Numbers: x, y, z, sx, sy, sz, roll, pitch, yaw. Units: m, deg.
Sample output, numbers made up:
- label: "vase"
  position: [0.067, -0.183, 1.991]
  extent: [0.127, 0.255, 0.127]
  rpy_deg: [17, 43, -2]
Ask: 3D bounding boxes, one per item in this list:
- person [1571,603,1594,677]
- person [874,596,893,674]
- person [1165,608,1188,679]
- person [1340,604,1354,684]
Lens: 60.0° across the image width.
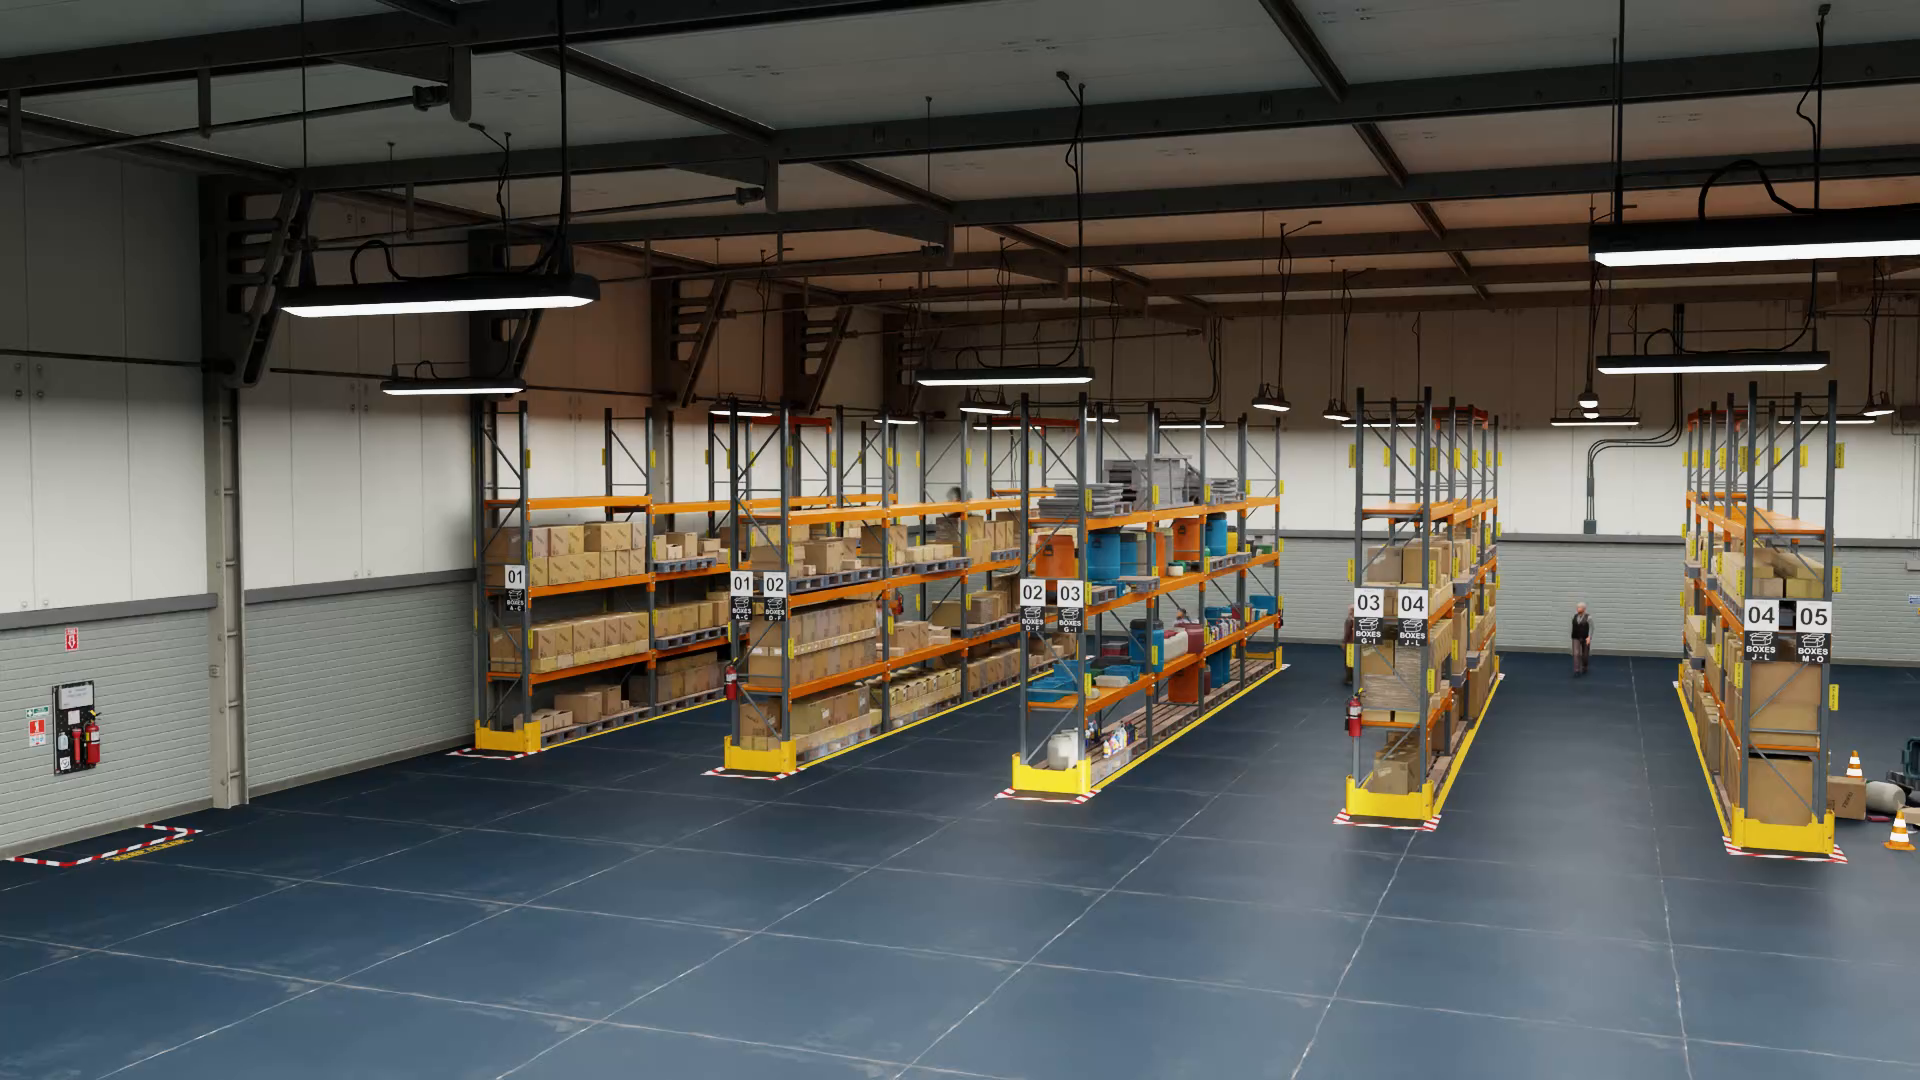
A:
- label: "person"
  position: [14.349, 2.299, 38.340]
  extent: [0.491, 1.682, 1.018]
  rpy_deg: [1, 3, 19]
- label: "person"
  position: [-1.917, 2.203, 38.961]
  extent: [0.591, 1.769, 0.885]
  rpy_deg: [1, 3, 17]
- label: "person"
  position: [5.012, 2.352, 37.864]
  extent: [0.523, 1.599, 0.845]
  rpy_deg: [3, 4, 45]
- label: "person"
  position: [8.679, 2.331, 37.071]
  extent: [0.443, 1.820, 0.636]
  rpy_deg: [2, 3, 36]
